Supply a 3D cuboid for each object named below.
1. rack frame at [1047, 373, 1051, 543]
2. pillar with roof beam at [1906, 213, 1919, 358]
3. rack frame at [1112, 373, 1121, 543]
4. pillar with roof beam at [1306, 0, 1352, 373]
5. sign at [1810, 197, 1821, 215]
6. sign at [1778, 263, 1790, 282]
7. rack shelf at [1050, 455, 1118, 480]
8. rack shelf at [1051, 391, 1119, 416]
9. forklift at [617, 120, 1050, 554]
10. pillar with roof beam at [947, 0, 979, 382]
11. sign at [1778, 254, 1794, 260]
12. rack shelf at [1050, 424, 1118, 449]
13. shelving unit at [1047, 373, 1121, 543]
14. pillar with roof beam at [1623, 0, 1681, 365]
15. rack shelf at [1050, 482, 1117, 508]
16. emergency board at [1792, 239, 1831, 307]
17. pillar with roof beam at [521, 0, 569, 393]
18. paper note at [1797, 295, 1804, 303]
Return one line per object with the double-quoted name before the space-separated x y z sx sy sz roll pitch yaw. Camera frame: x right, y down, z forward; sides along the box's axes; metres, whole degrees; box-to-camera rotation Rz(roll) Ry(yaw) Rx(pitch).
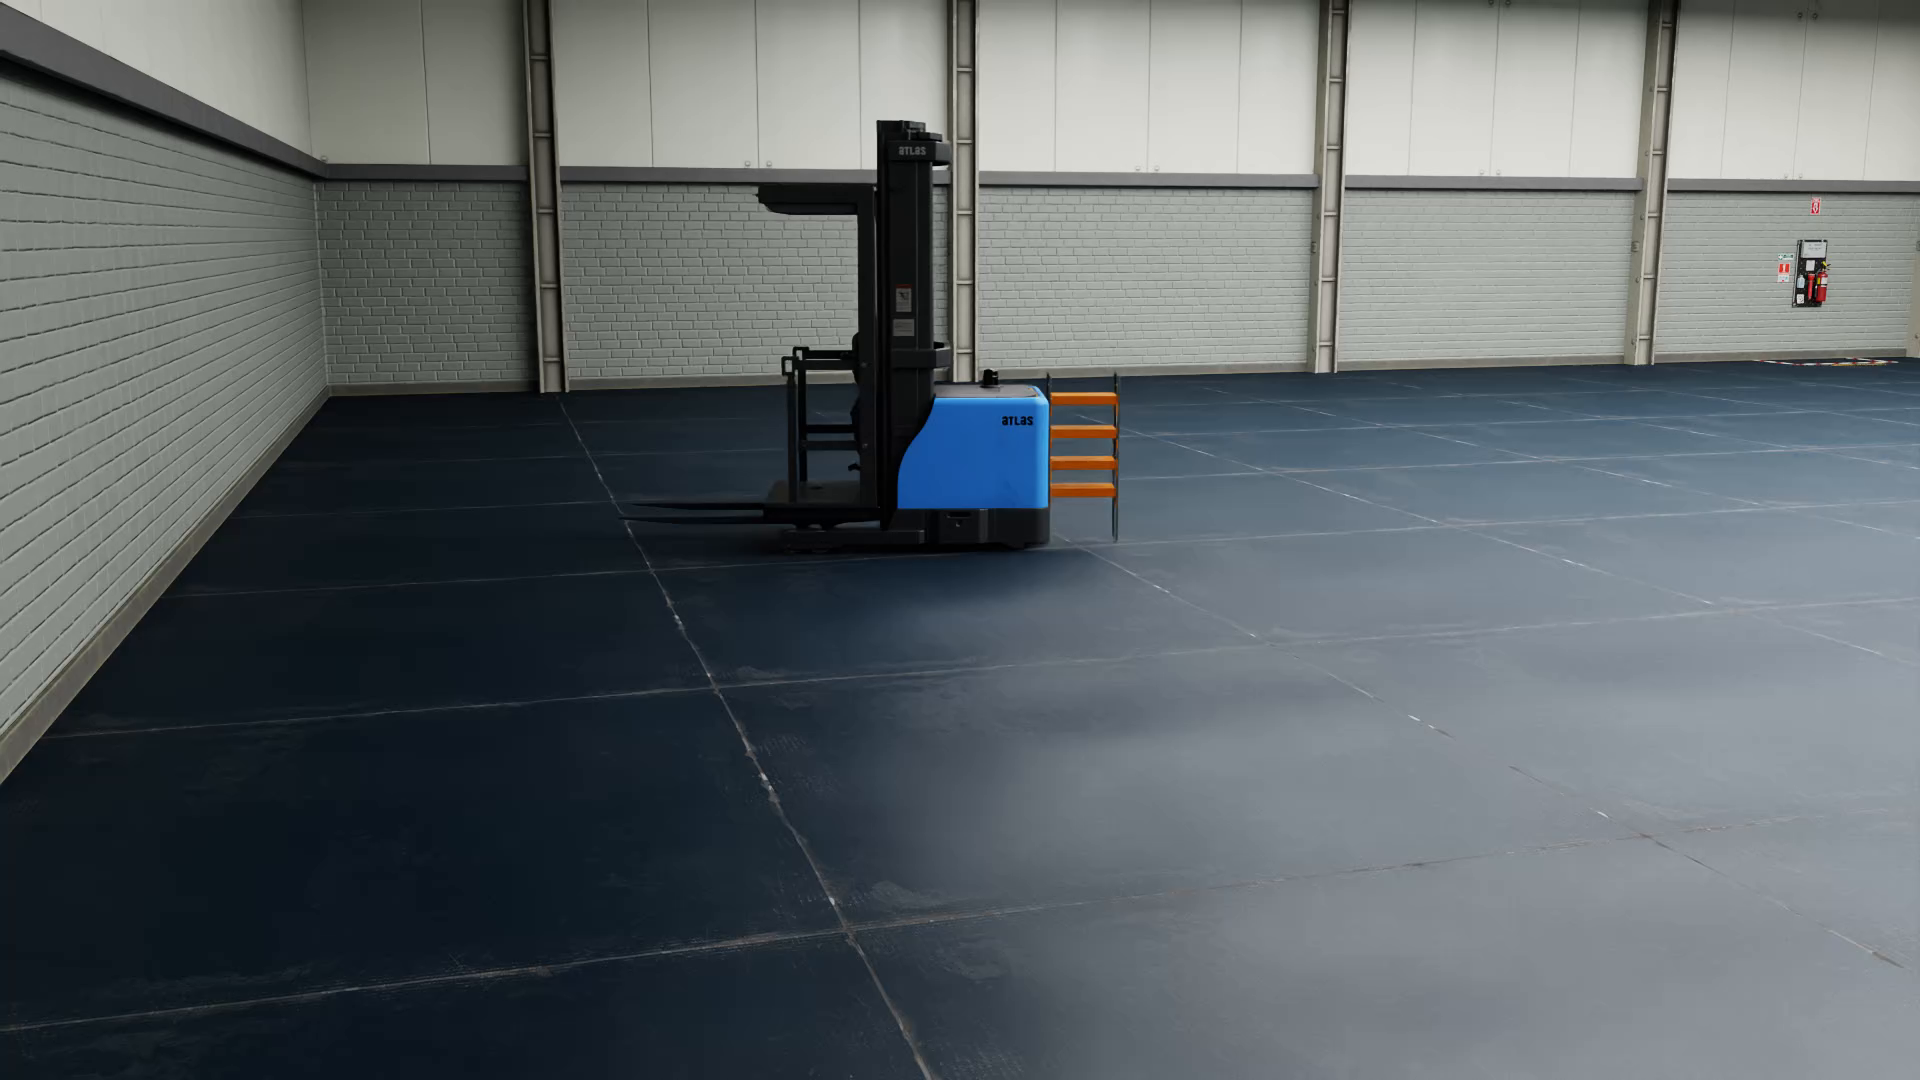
"rack frame" 0.633 -0.588 11.928 0.015 1.200 0.240 0 10 -1
"pillar with roof beam" 18.531 -6.983 25.126 0.400 9.000 9.100 -3 11 -16
"rack frame" 1.121 -0.590 11.938 0.015 1.200 0.240 0 10 -1
"pillar with roof beam" 7.009 -6.376 21.827 0.400 9.000 9.100 -3 11 -16
"sign" 14.909 -5.820 28.973 0.199 0.298 0.001 -3 11 -16
"sign" 14.385 -4.670 29.033 0.234 0.329 0.001 -3 11 -16
"rack shelf" 0.877 -0.523 11.945 0.480 0.148 0.258 0 10 -1
"rack shelf" 0.877 -0.976 11.862 0.480 0.148 0.258 0 10 -1
"forklift" -0.897 -1.442 11.786 3.031 2.935 1.130 0 10 -1
"pillar with roof beam" 1.249 -6.073 20.178 0.400 9.000 9.100 -3 11 -16
"sign" 14.392 -4.930 28.978 0.331 0.109 0.001 -3 11 -16
"rack shelf" 0.877 -0.743 11.905 0.480 0.148 0.258 0 10 -1
"shelving unit" 0.877 -0.589 11.933 0.503 1.200 0.258 0 10 -1
"pillar with roof beam" 12.770 -6.680 23.476 0.400 9.000 9.100 -3 11 -16
"rack shelf" 0.877 -0.328 11.981 0.480 0.148 0.258 0 10 -1
"emergency board" 14.945 -4.663 29.091 0.643 1.169 0.194 -3 11 -16
"pillar with roof beam" -4.512 -5.769 18.528 0.400 9.000 9.100 -3 11 -16
"paper note" 14.755 -4.233 29.187 0.142 0.148 0.016 -3 11 -16
